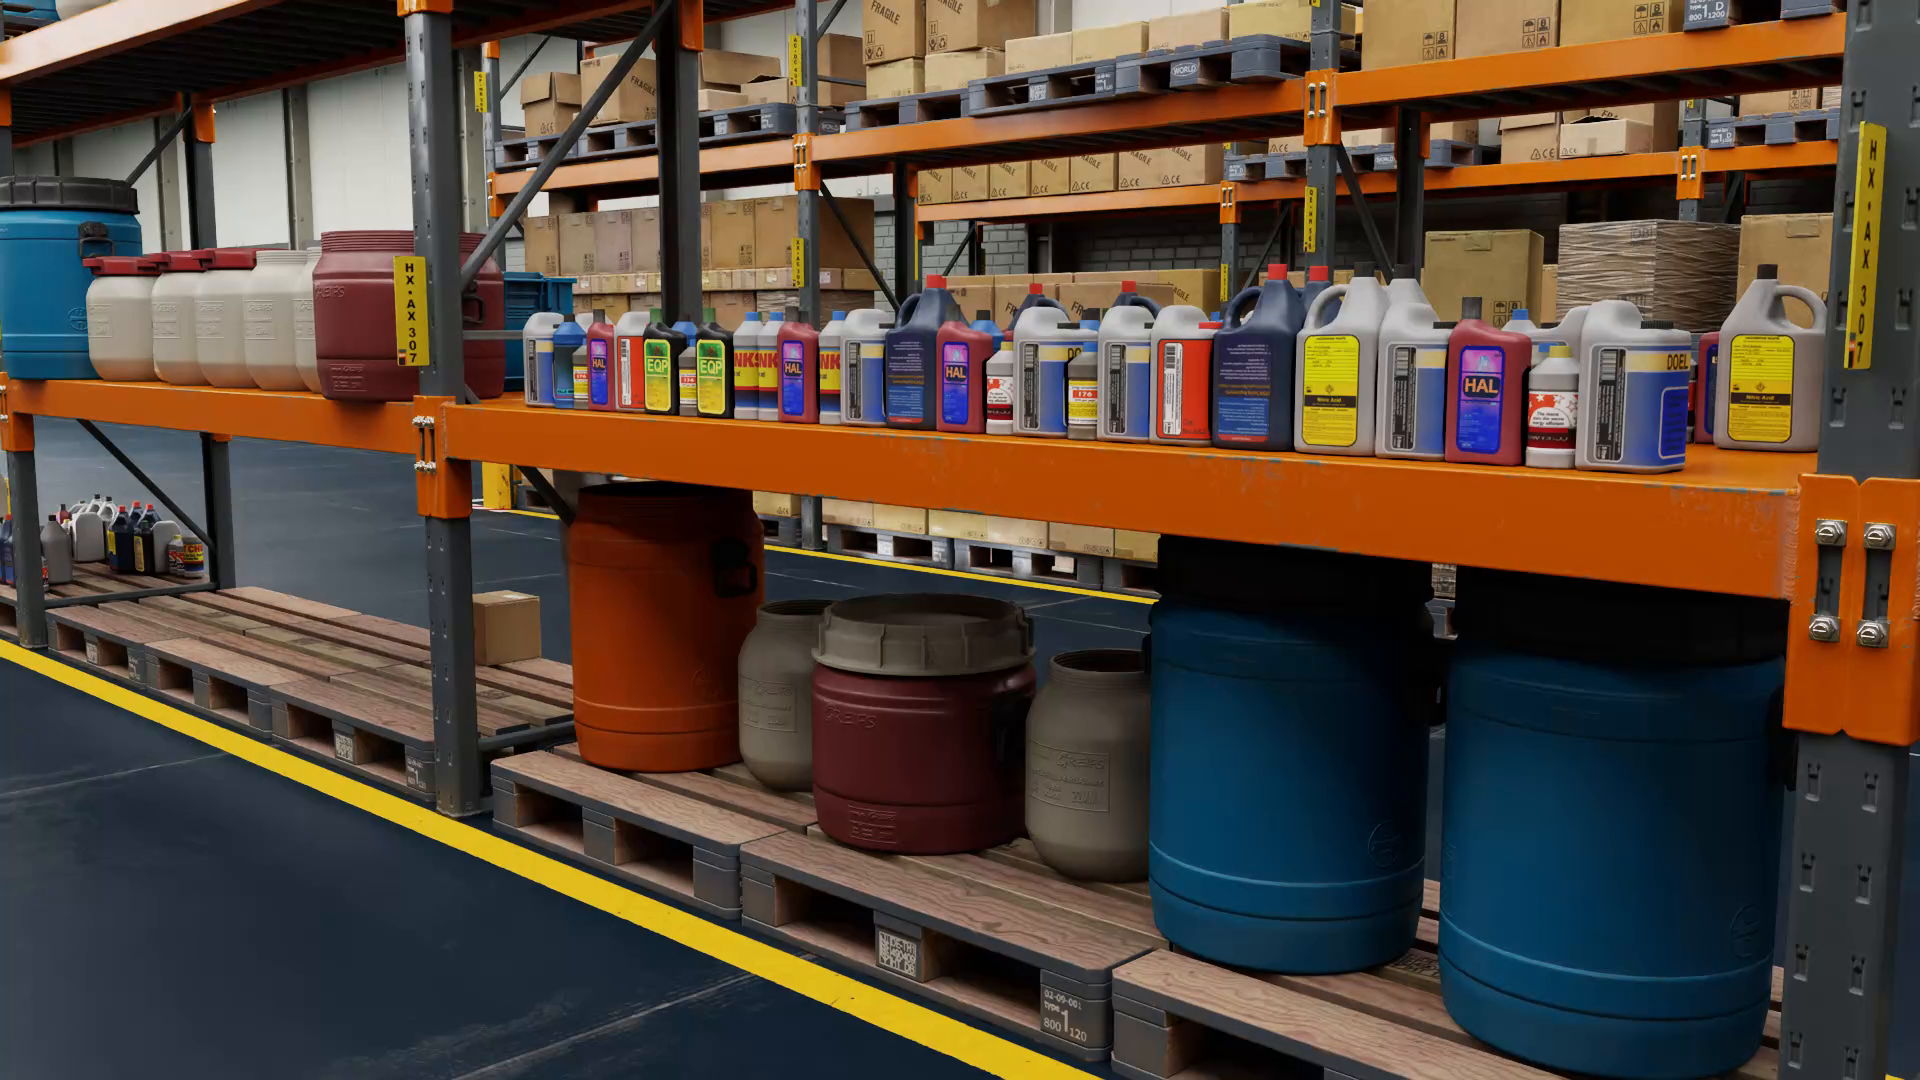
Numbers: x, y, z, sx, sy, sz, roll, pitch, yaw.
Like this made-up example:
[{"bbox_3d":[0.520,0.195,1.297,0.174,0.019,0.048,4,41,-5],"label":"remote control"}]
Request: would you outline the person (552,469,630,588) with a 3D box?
[{"bbox_3d":[-1.527,-0.146,6.974,0.406,1.597,0.313,7,10,44],"label":"person"}]
